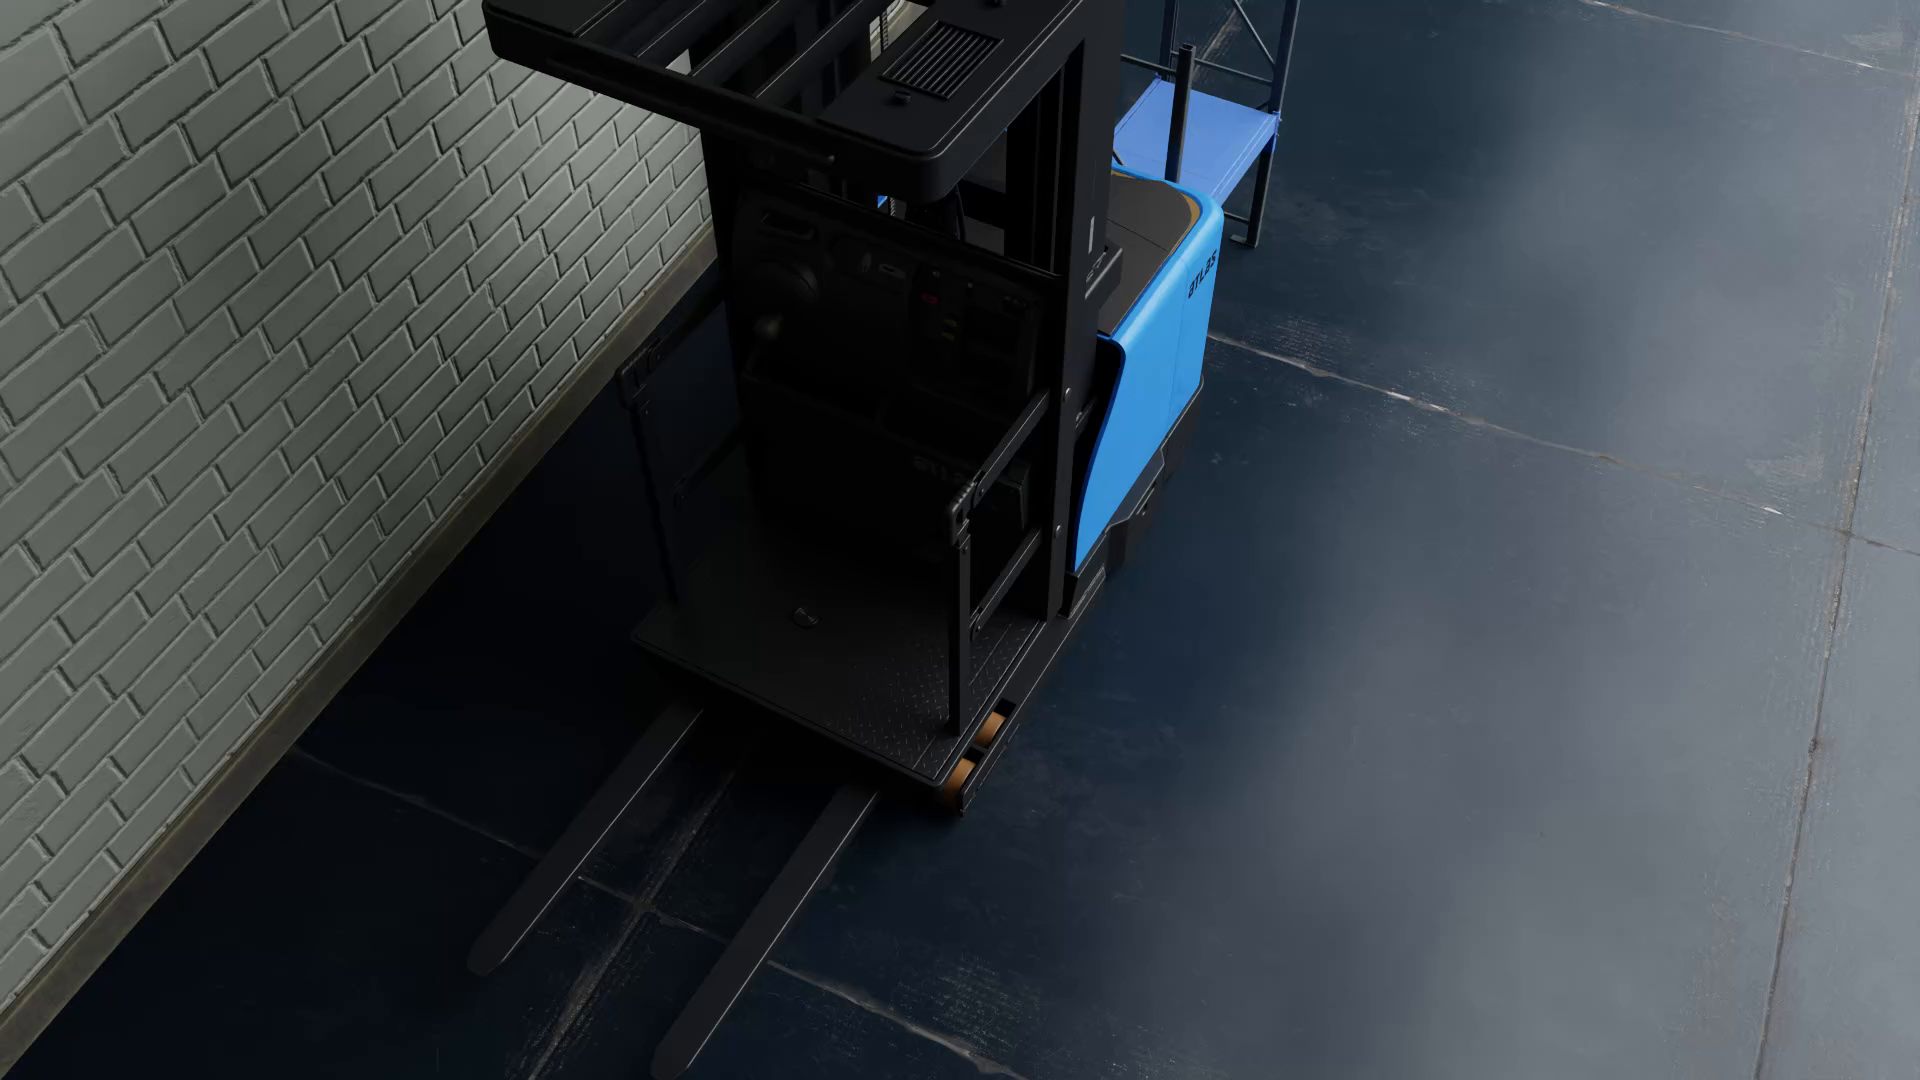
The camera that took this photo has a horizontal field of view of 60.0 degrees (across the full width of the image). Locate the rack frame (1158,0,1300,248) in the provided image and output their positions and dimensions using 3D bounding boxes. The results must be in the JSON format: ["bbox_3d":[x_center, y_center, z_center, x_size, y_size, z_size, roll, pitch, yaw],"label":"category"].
[{"bbox_3d":[0.988,-1.774,6.275,0.500,1.500,0.032,23,53,18],"label":"rack frame"}]

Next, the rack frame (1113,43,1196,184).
[{"bbox_3d":[0.493,-1.098,5.699,0.500,1.500,0.032,23,53,18],"label":"rack frame"}]

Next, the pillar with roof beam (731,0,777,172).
[{"bbox_3d":[3.188,-2.900,2.309,9.100,9.000,0.400,20,52,16],"label":"pillar with roof beam"}]

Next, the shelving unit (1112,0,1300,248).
[{"bbox_3d":[0.740,-1.436,5.987,0.538,1.500,1.048,23,53,18],"label":"shelving unit"}]

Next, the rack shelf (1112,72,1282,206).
[{"bbox_3d":[0.740,-1.319,6.124,0.538,0.185,1.000,23,53,18],"label":"rack shelf"}]

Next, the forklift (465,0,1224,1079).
[{"bbox_3d":[-0.305,-0.534,4.280,1.130,2.935,3.031,23,53,18],"label":"forklift"}]
